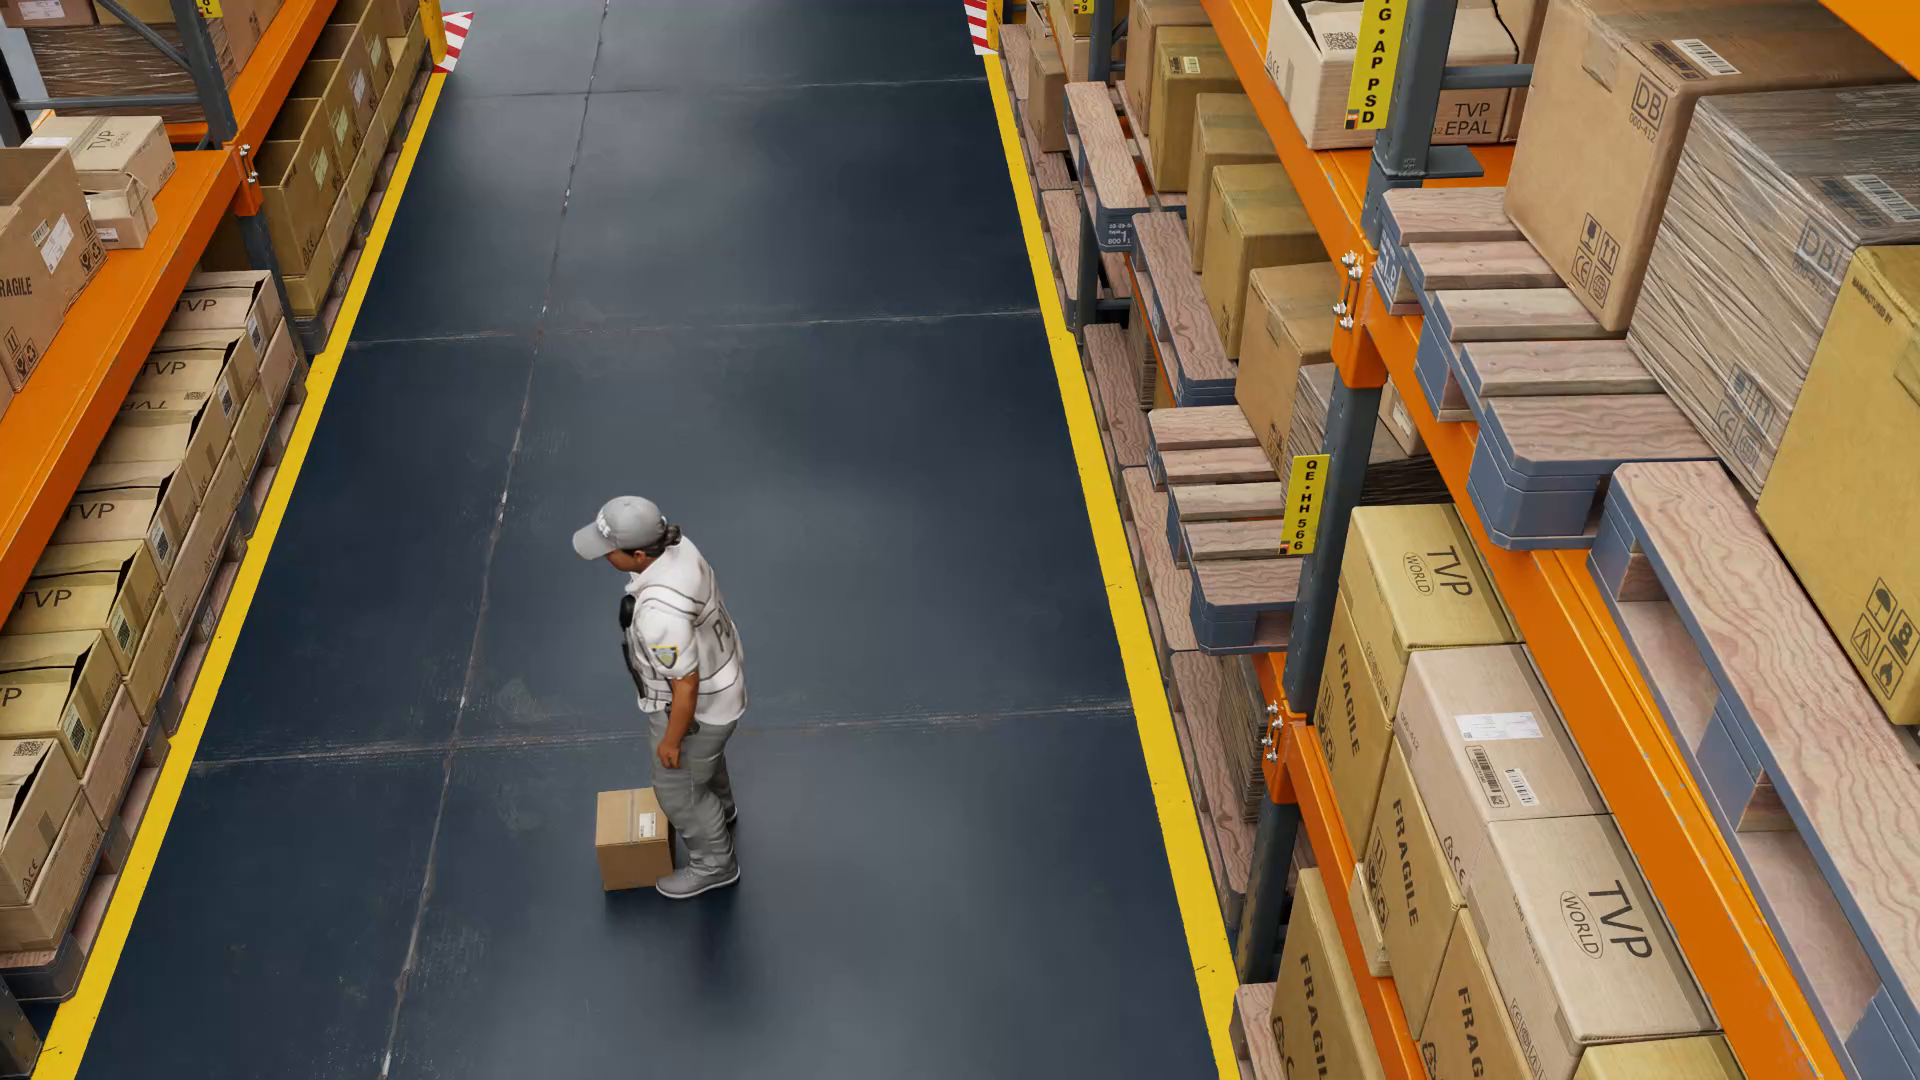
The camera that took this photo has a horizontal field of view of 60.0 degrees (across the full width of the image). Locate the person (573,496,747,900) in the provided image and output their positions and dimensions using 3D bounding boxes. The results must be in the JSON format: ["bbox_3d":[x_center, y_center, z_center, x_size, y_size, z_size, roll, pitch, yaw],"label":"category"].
[{"bbox_3d":[-0.946,0.503,5.535,0.469,1.666,0.556,-4,40,-5],"label":"person"}]
